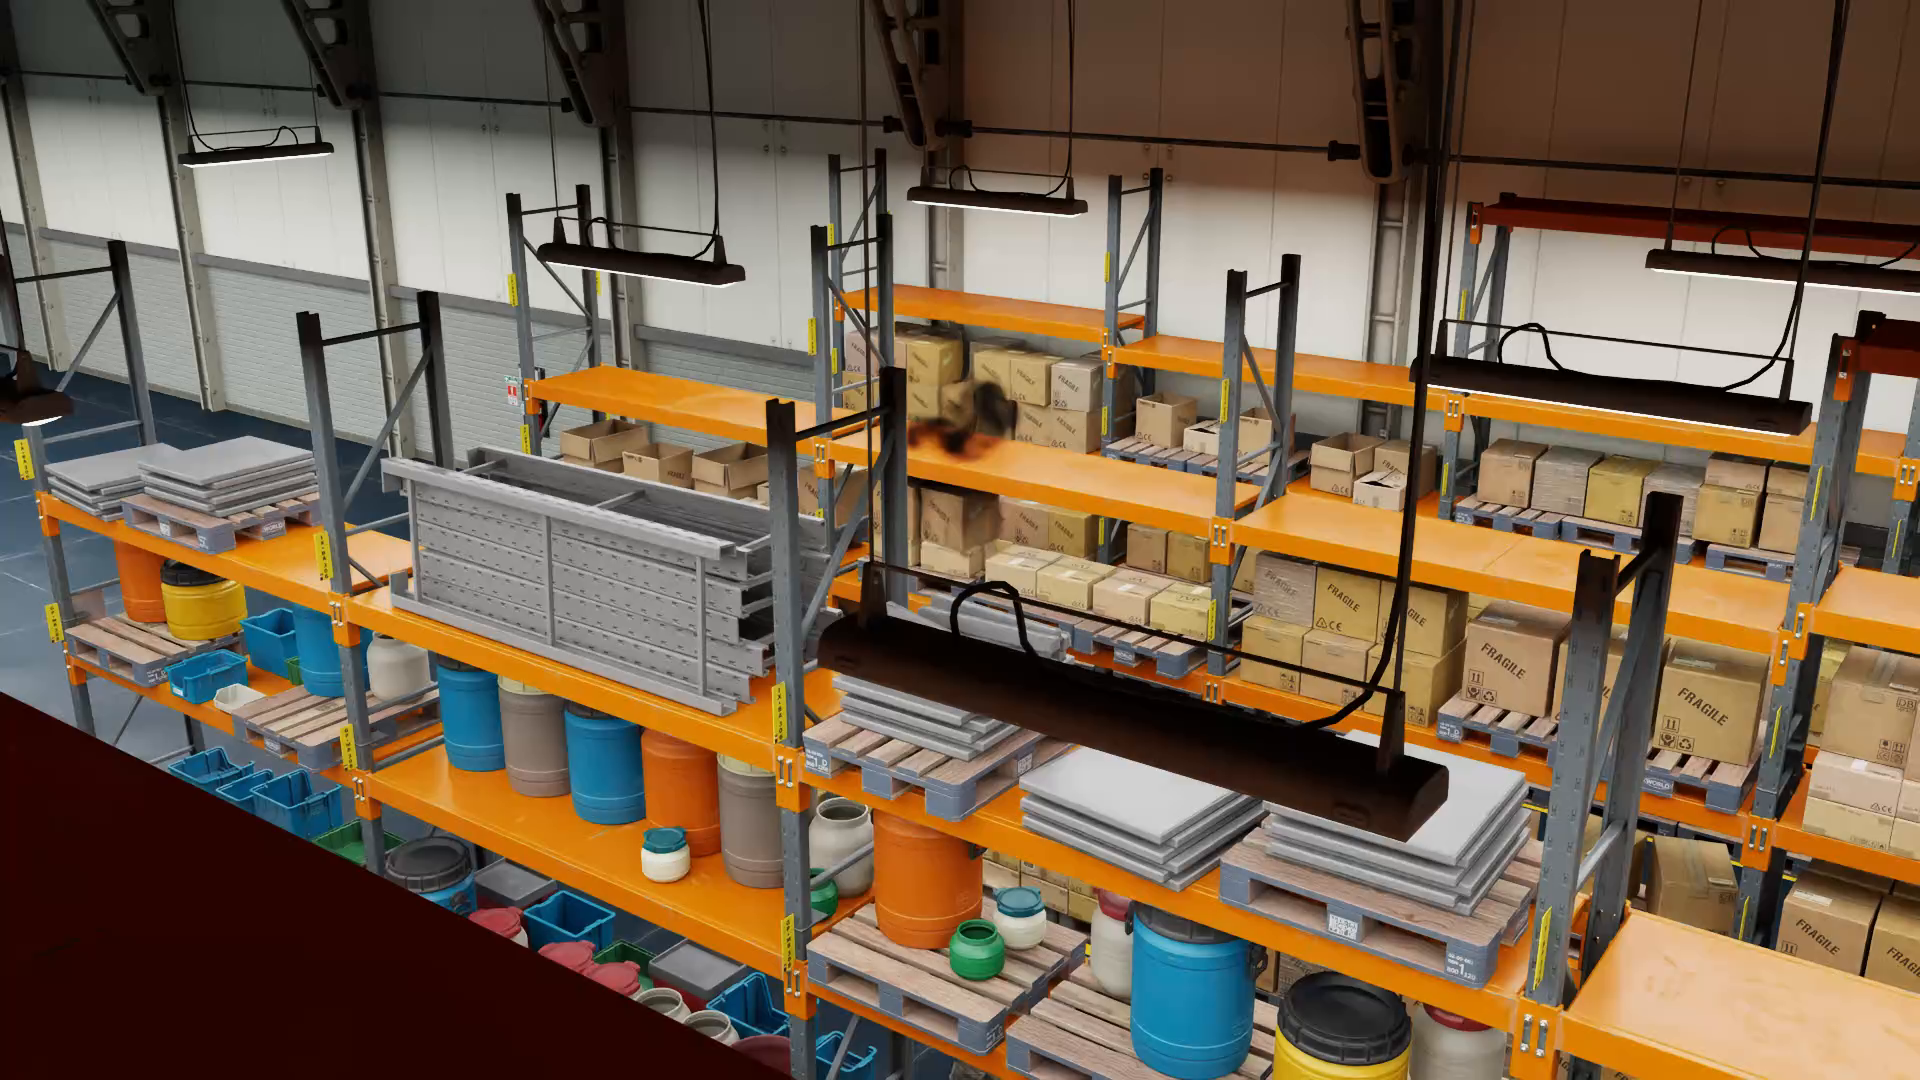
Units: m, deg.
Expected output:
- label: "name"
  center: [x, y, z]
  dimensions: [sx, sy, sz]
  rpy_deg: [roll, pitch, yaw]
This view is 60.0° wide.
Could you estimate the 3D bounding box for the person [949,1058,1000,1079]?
- label: "person"
  center: [0.151, 3.467, 11.381]
  dimensions: [0.643, 1.844, 0.645]
  rpy_deg: [13, 22, 34]
